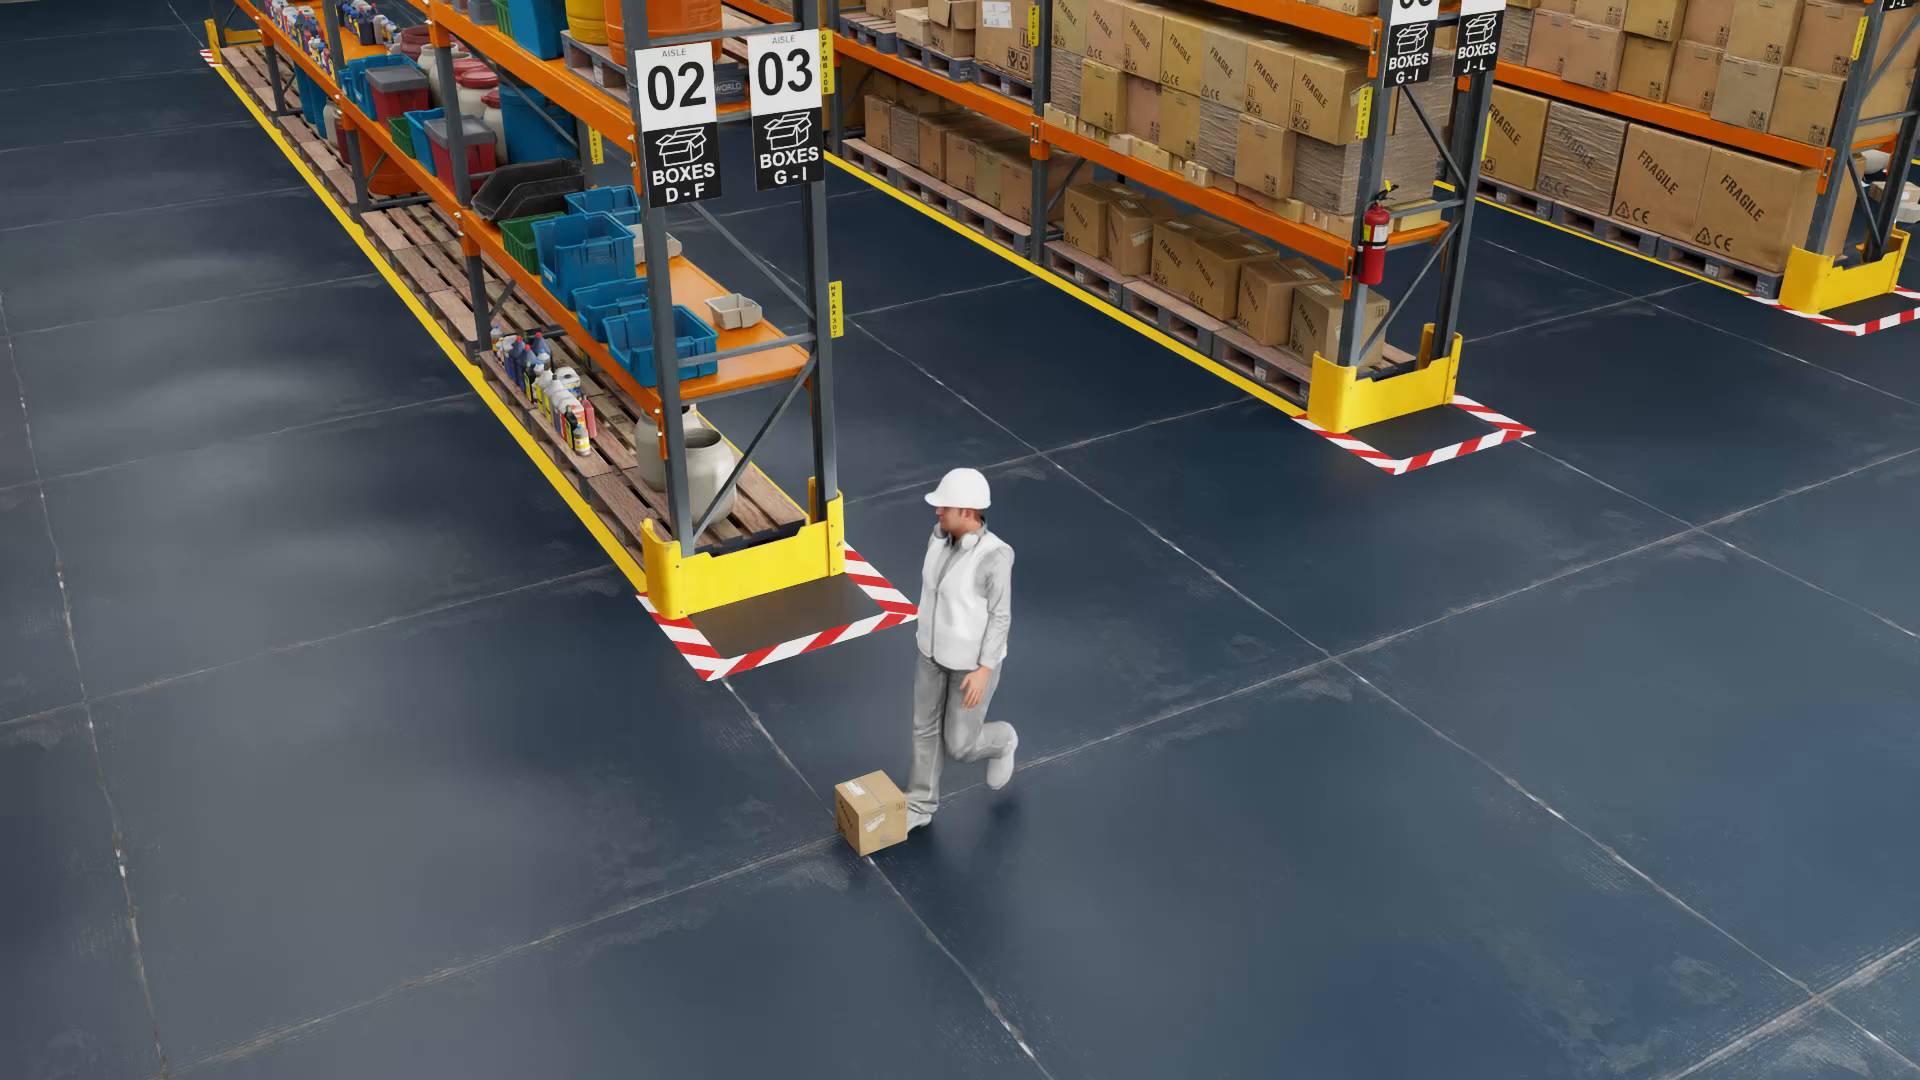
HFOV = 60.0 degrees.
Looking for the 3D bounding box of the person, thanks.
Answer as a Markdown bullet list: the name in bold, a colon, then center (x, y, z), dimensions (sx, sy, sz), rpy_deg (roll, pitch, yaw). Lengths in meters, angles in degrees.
- **person**: center (-0.059, 0.532, 7.597), dimensions (0.809, 1.739, 0.604), rpy_deg (-24, 37, -36)
